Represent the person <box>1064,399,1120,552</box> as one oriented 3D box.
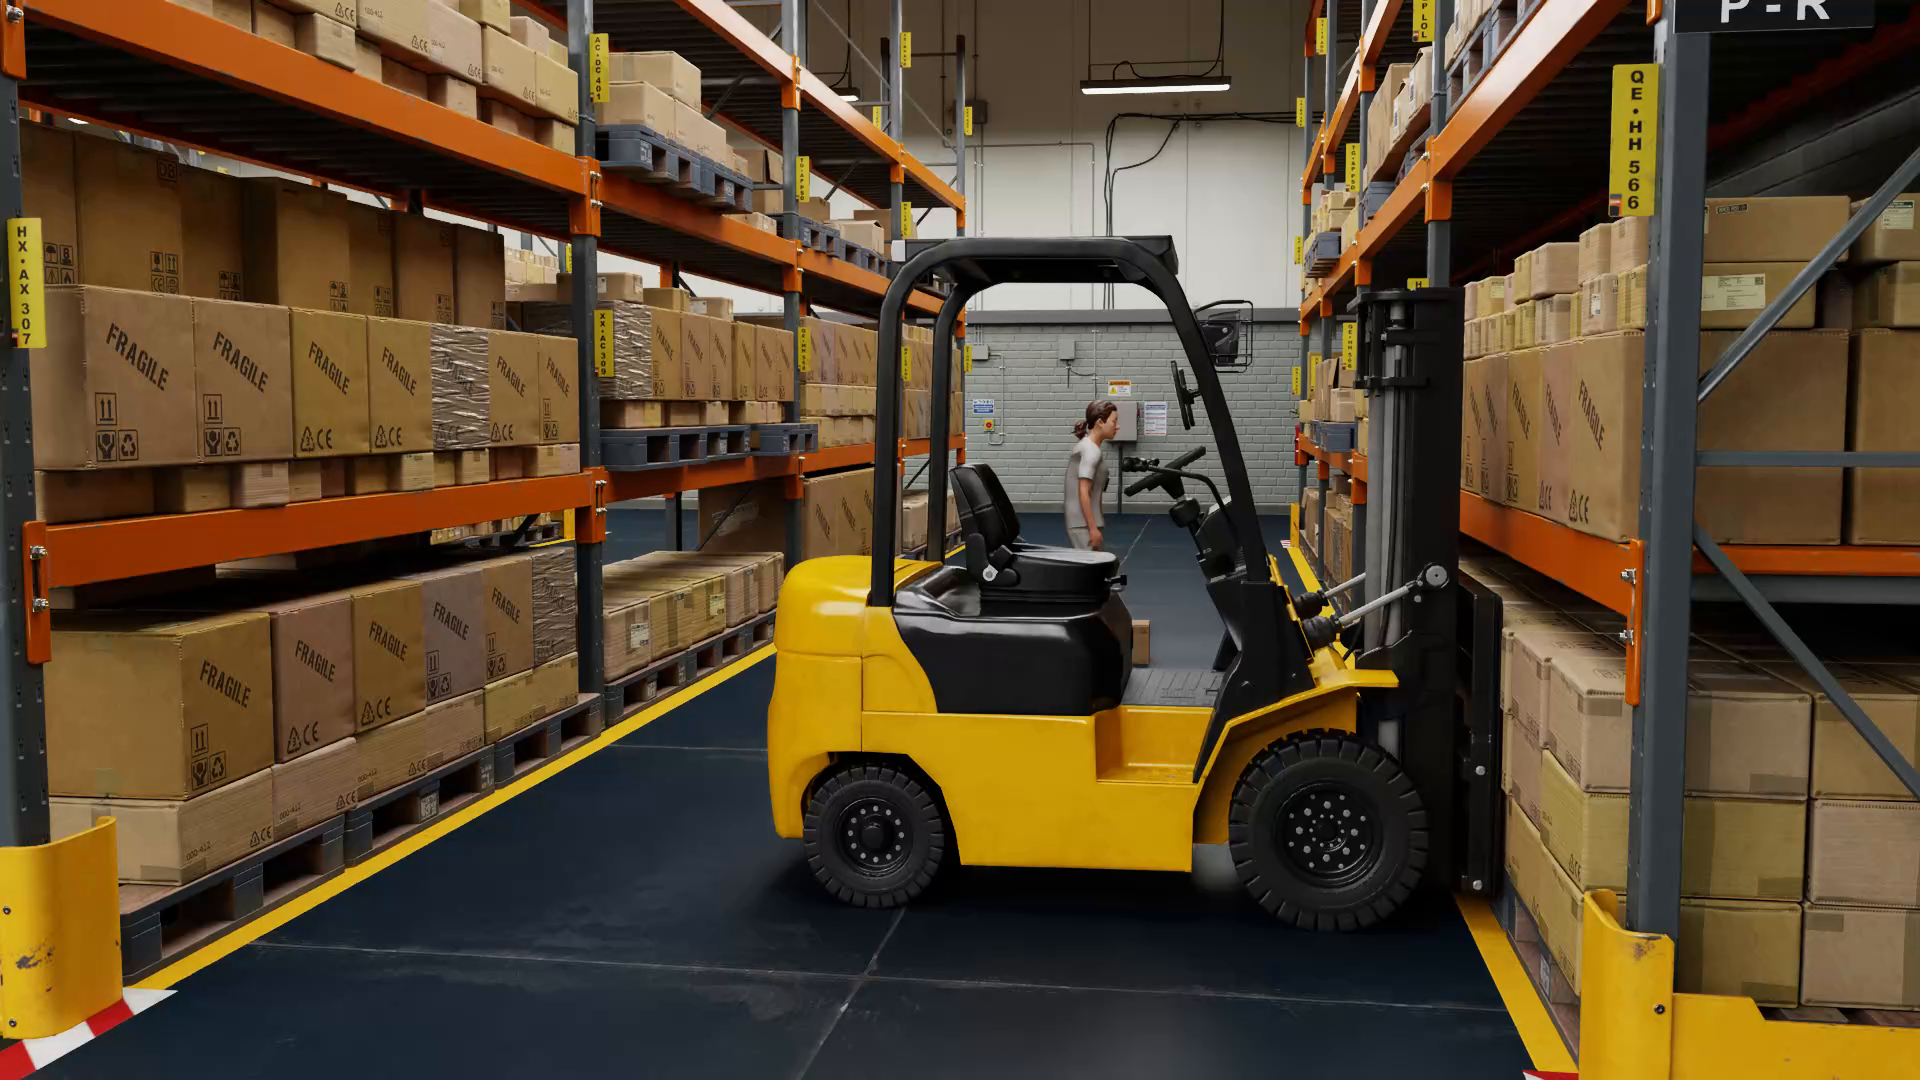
[{"bbox_3d":[0.842,-0.061,10.625,0.352,1.673,0.494,1,5,8],"label":"person"}]
